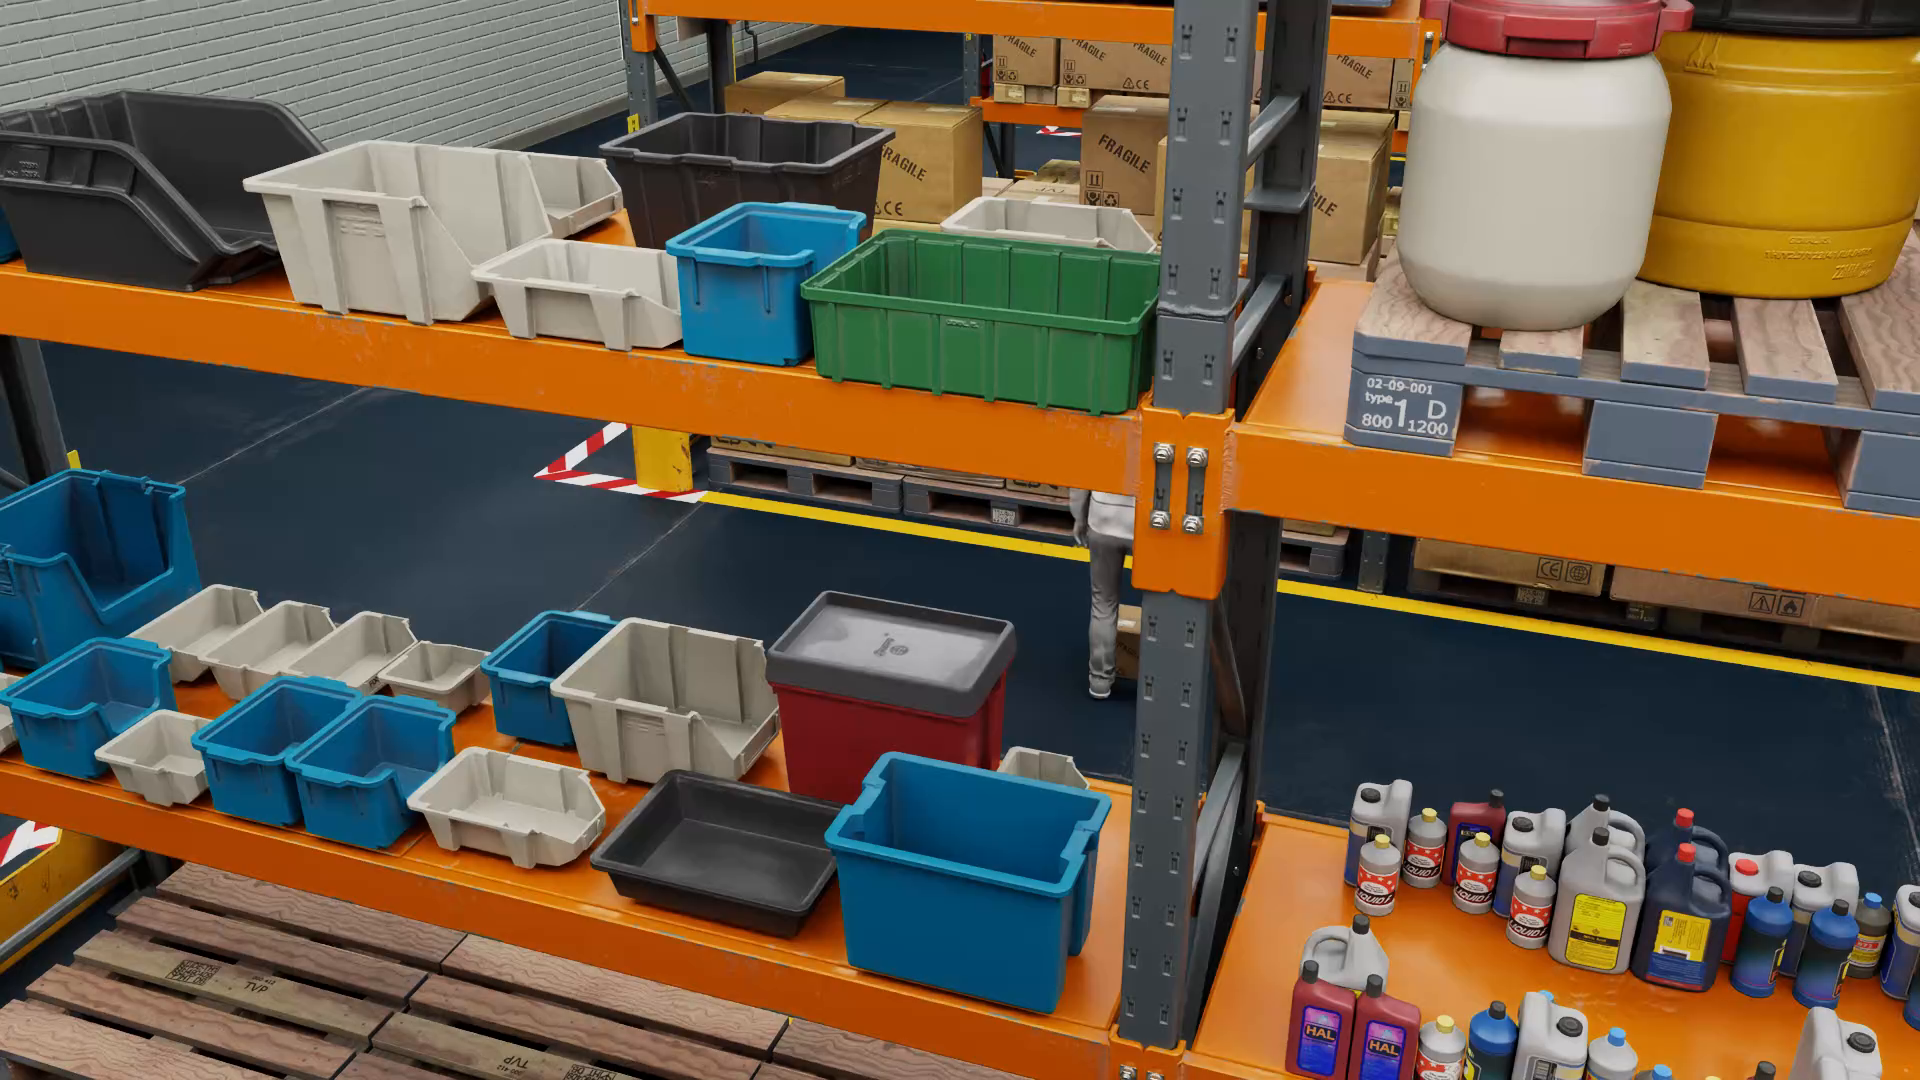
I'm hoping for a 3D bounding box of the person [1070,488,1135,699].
[{"bbox_3d":[0.742,-0.059,7.228,0.539,1.663,0.377,8,27,16],"label":"person"}]
